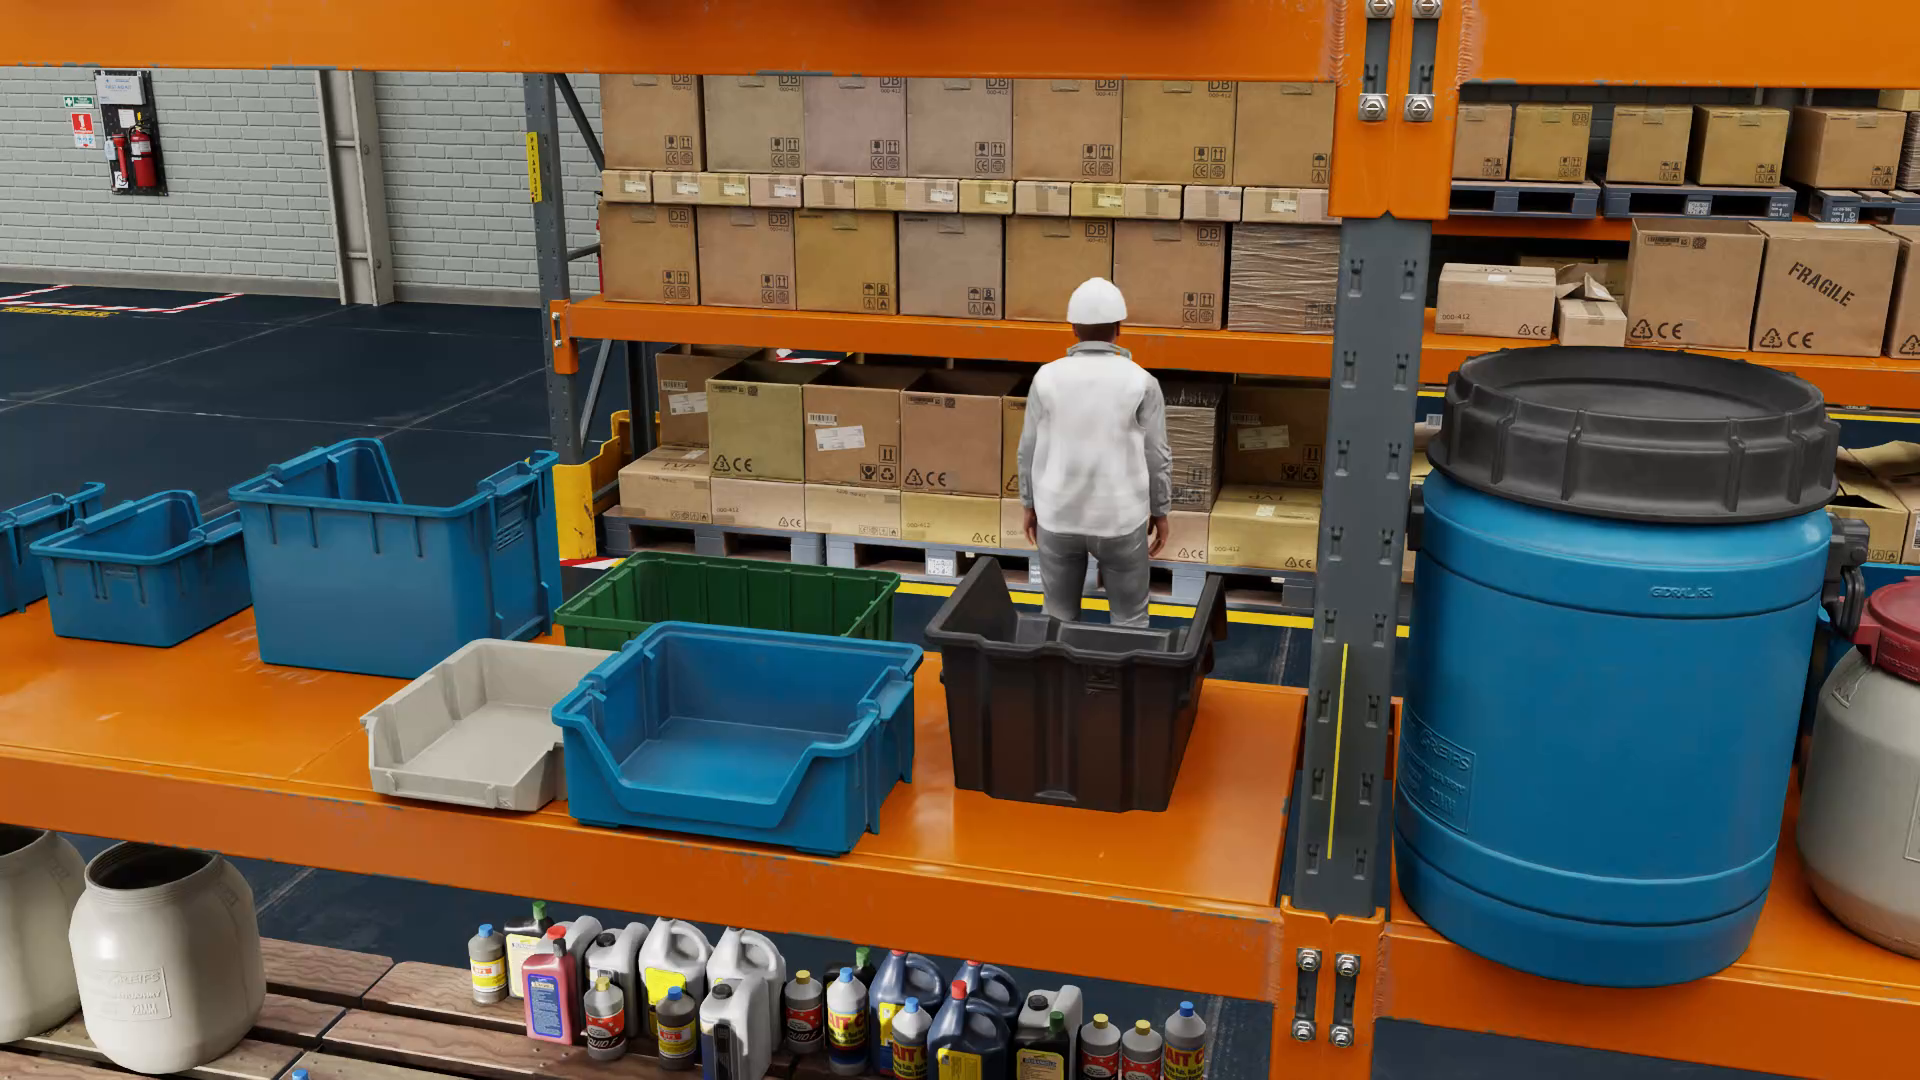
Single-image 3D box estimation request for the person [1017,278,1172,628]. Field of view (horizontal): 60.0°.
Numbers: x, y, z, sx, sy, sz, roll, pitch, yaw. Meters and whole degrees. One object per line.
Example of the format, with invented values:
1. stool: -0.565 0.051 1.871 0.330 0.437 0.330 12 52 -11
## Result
1. person: 0.509 -0.097 6.315 0.580 1.769 0.463 4 19 13
